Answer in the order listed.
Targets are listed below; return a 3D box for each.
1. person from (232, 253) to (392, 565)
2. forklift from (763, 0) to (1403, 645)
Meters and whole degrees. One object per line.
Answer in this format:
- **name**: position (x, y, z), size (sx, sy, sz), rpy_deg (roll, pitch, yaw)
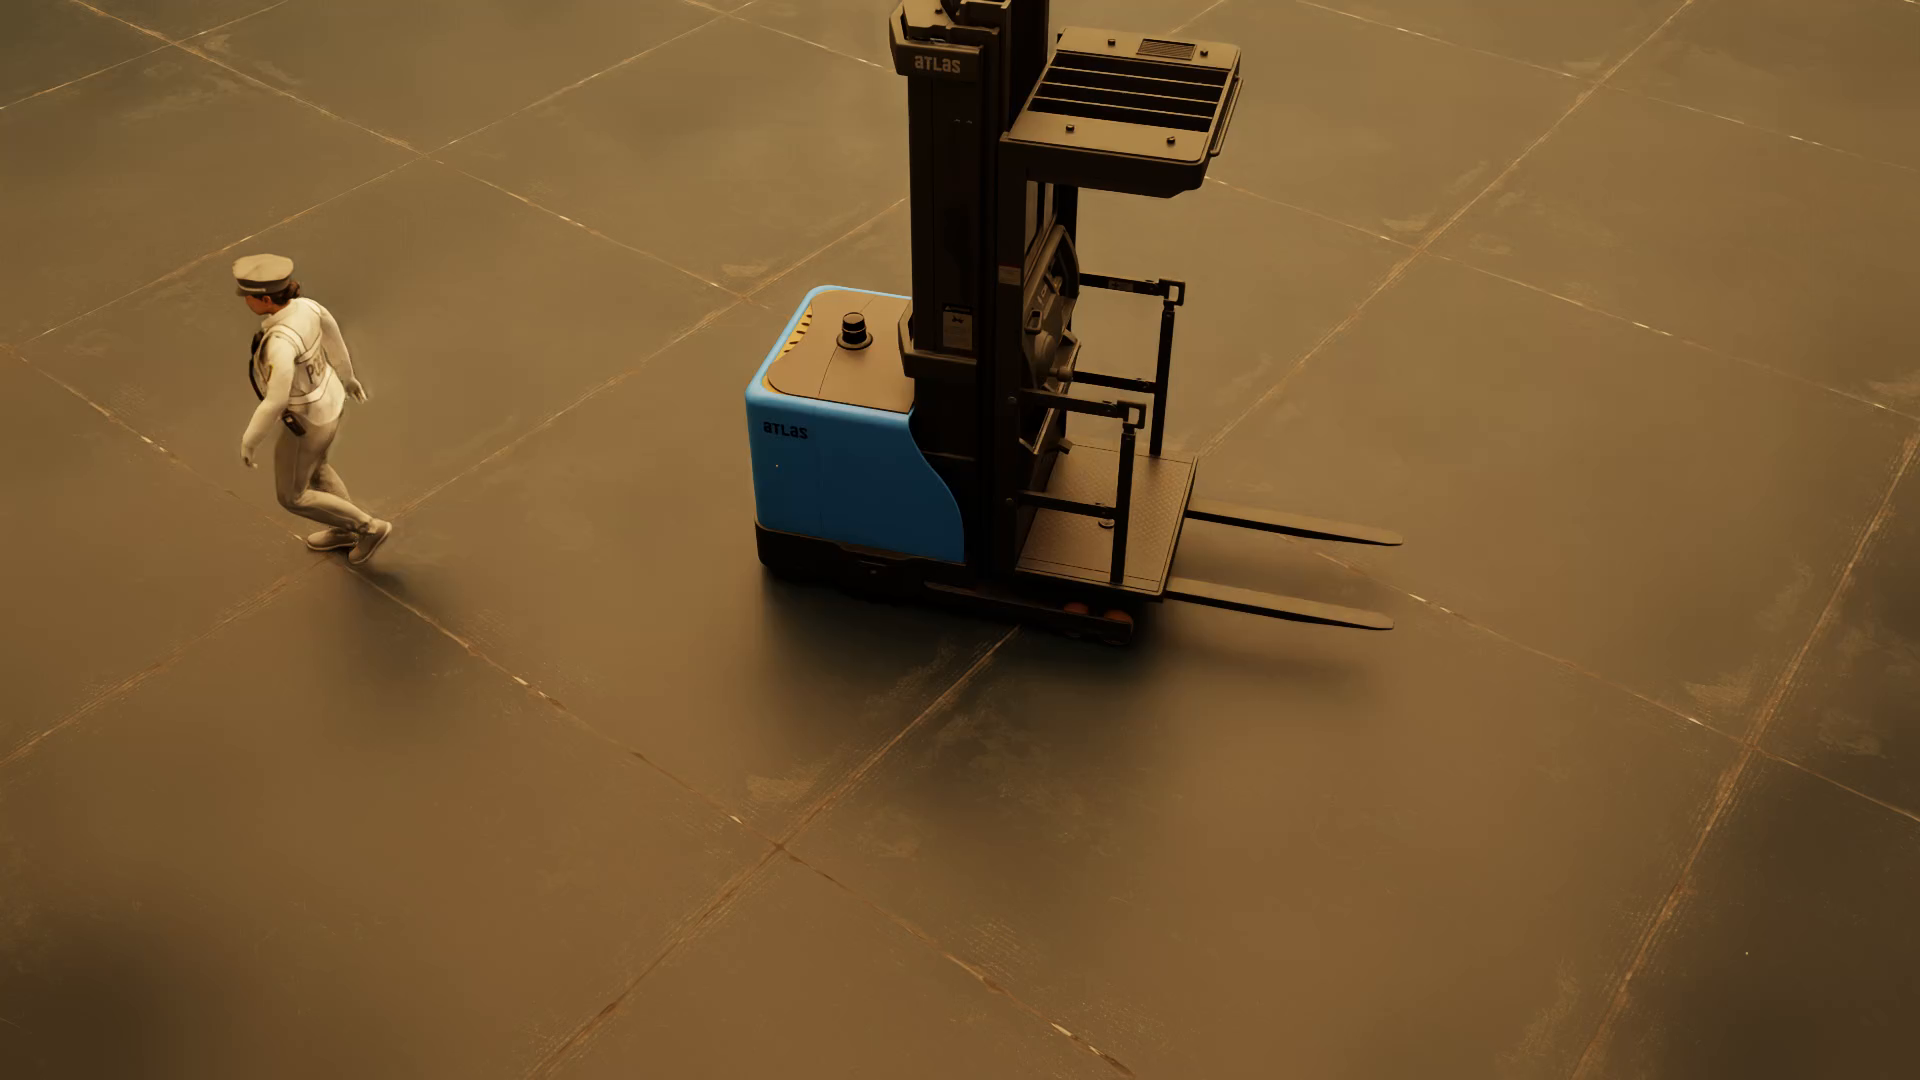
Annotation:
- **person**: position (-3.011, -0.571, 7.738), size (0.508, 1.649, 0.694), rpy_deg (-3, 41, -3)
- **forklift**: position (0.586, -1.009, 7.257), size (3.031, 2.935, 1.121), rpy_deg (10, 41, 12)
